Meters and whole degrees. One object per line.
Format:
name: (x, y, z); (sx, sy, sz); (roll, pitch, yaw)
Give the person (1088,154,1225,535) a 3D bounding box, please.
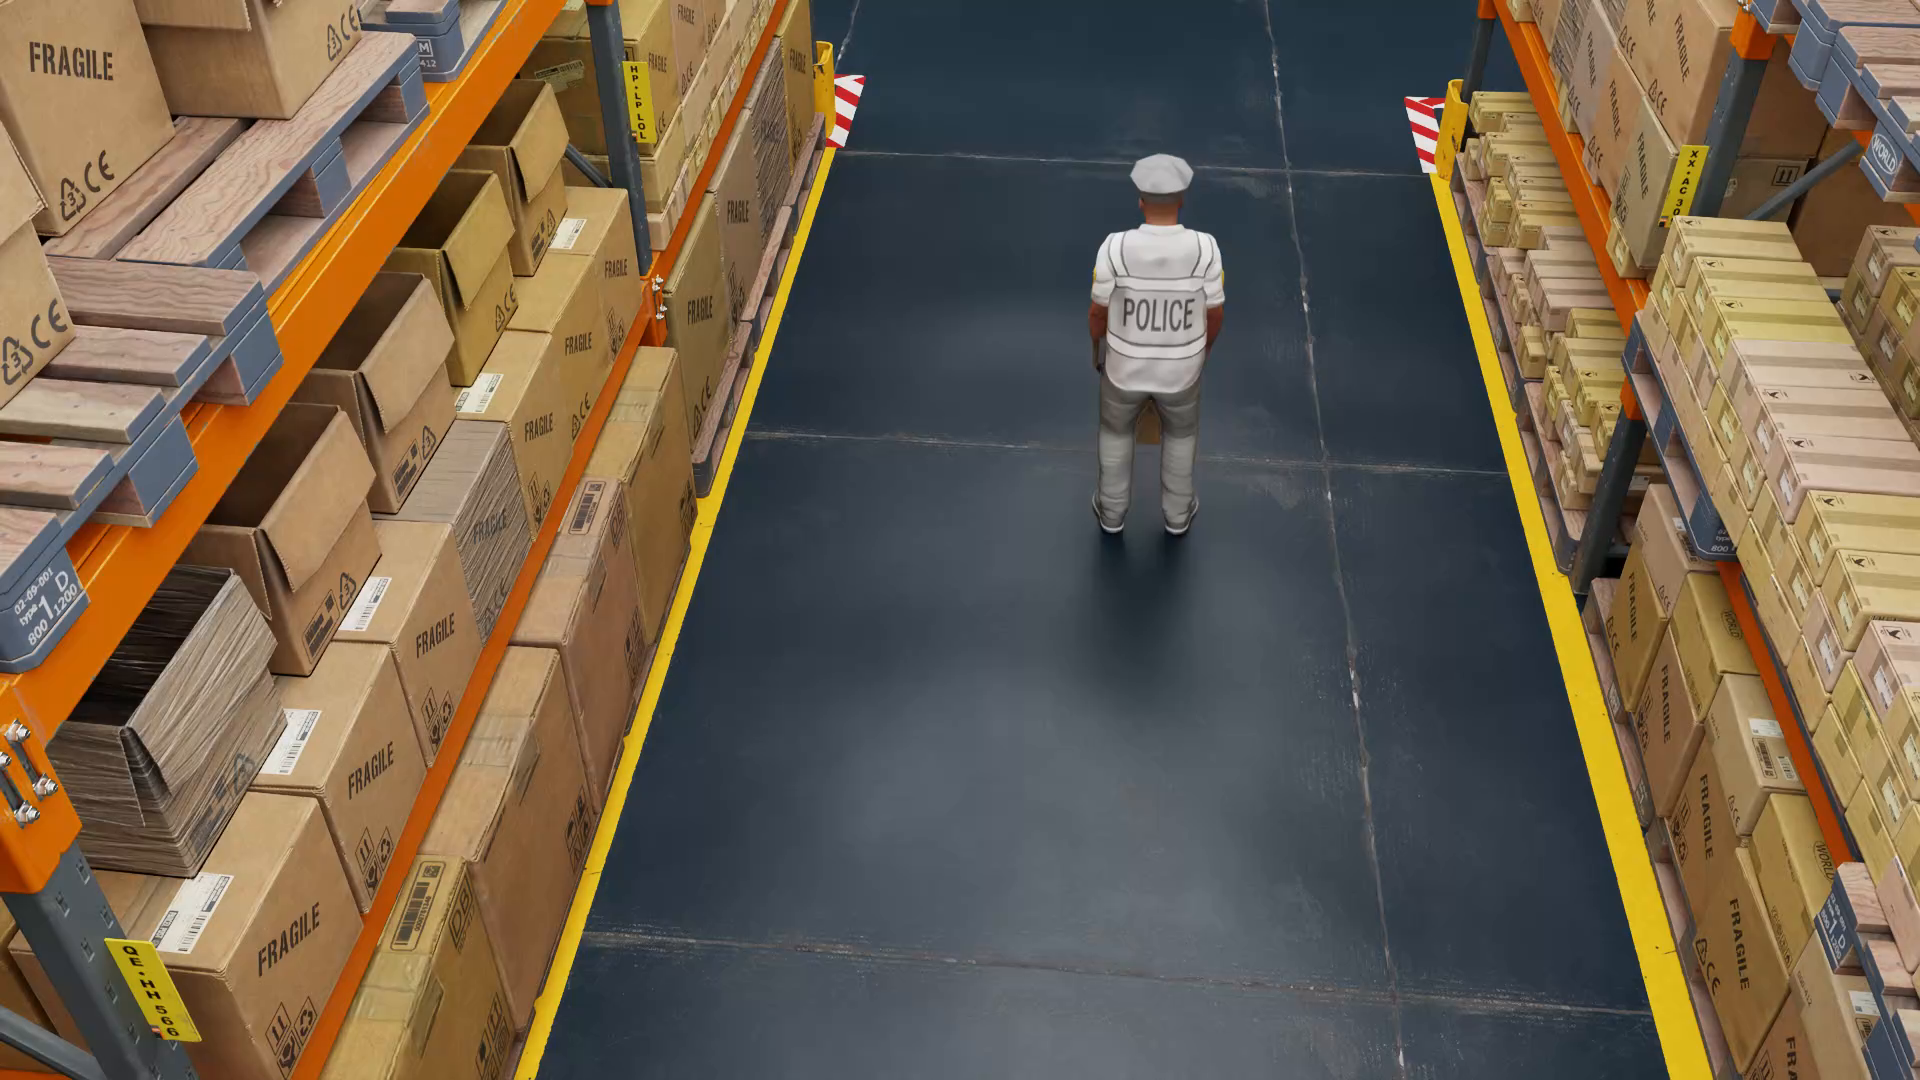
person: (0.815, -0.762, 7.060); (0.563, 1.754, 0.434); (2, 40, 3)
